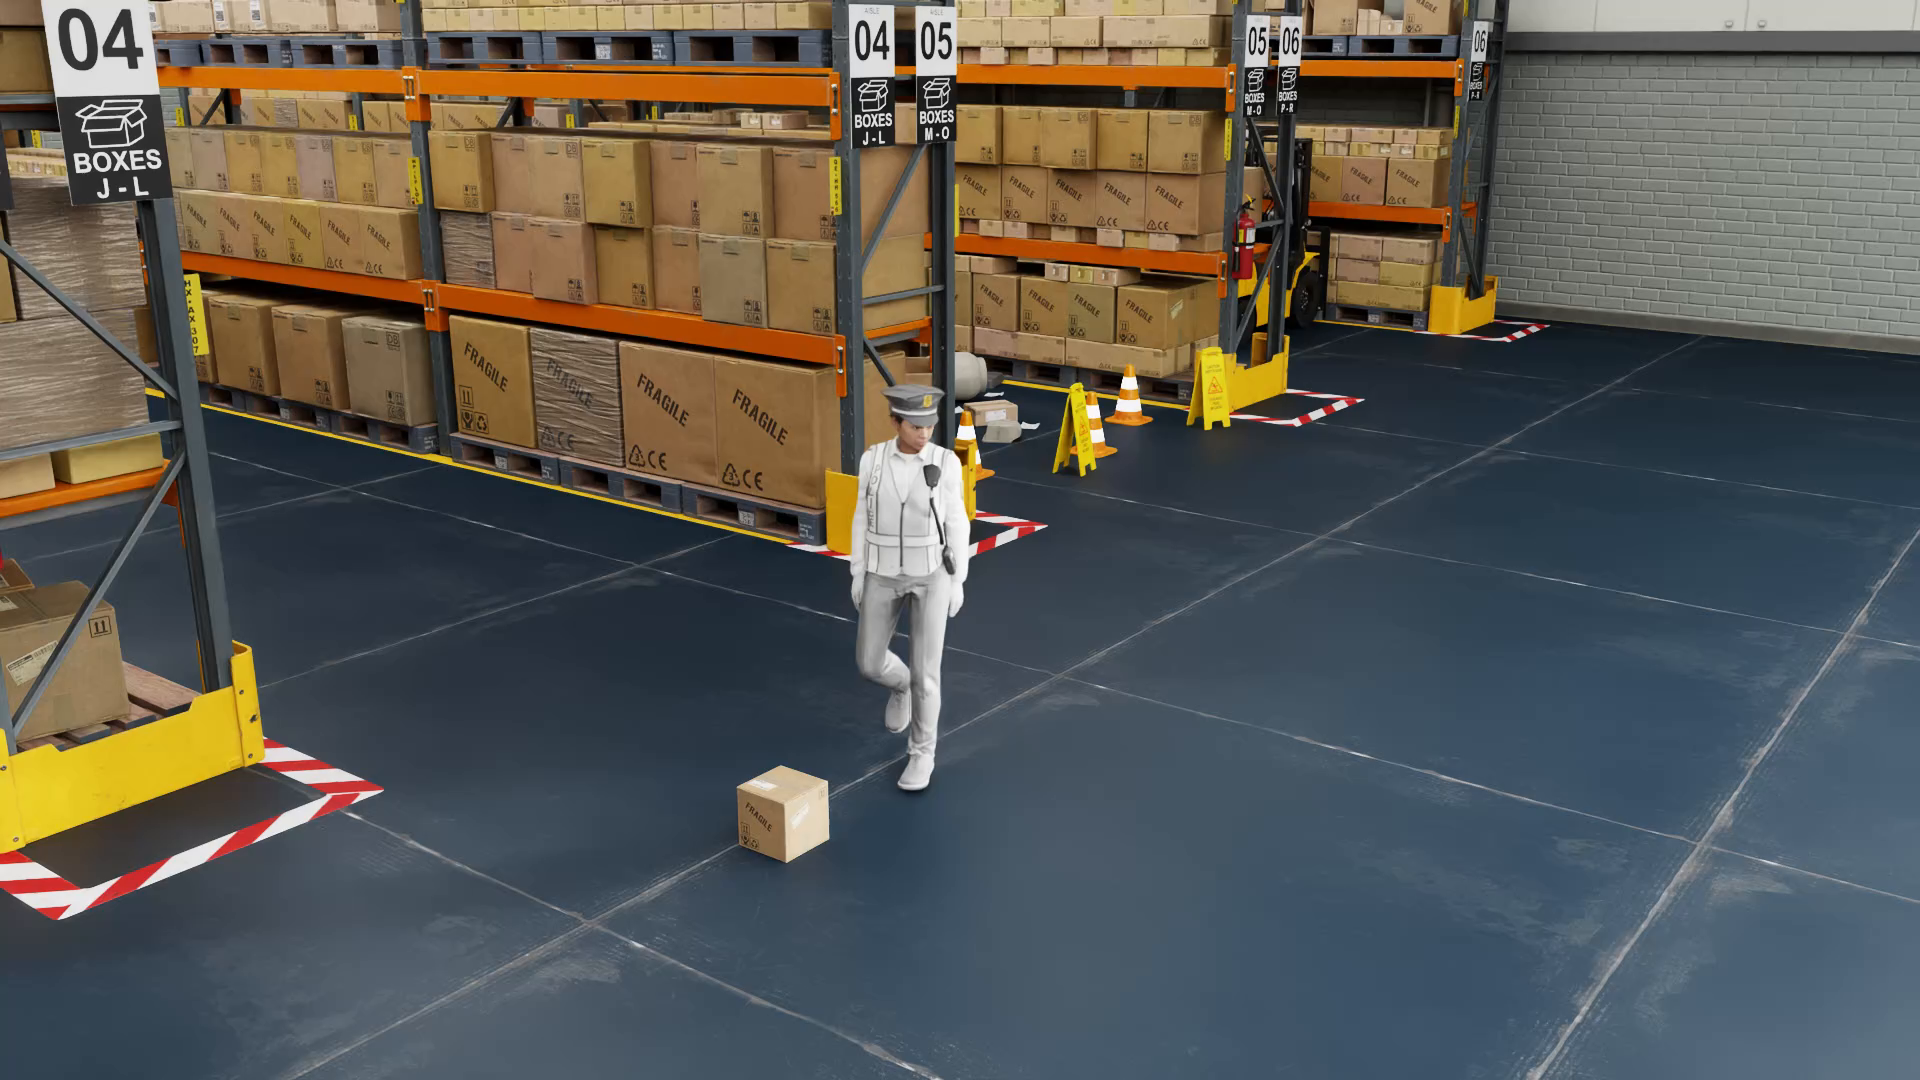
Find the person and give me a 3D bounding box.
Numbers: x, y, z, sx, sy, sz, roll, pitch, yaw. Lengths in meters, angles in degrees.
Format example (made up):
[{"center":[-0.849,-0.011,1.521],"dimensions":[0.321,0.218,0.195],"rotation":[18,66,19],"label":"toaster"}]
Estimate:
[{"center":[-0.213,0.161,6.955],"dimensions":[0.501,1.659,0.646],"rotation":[3,17,10],"label":"person"}]
